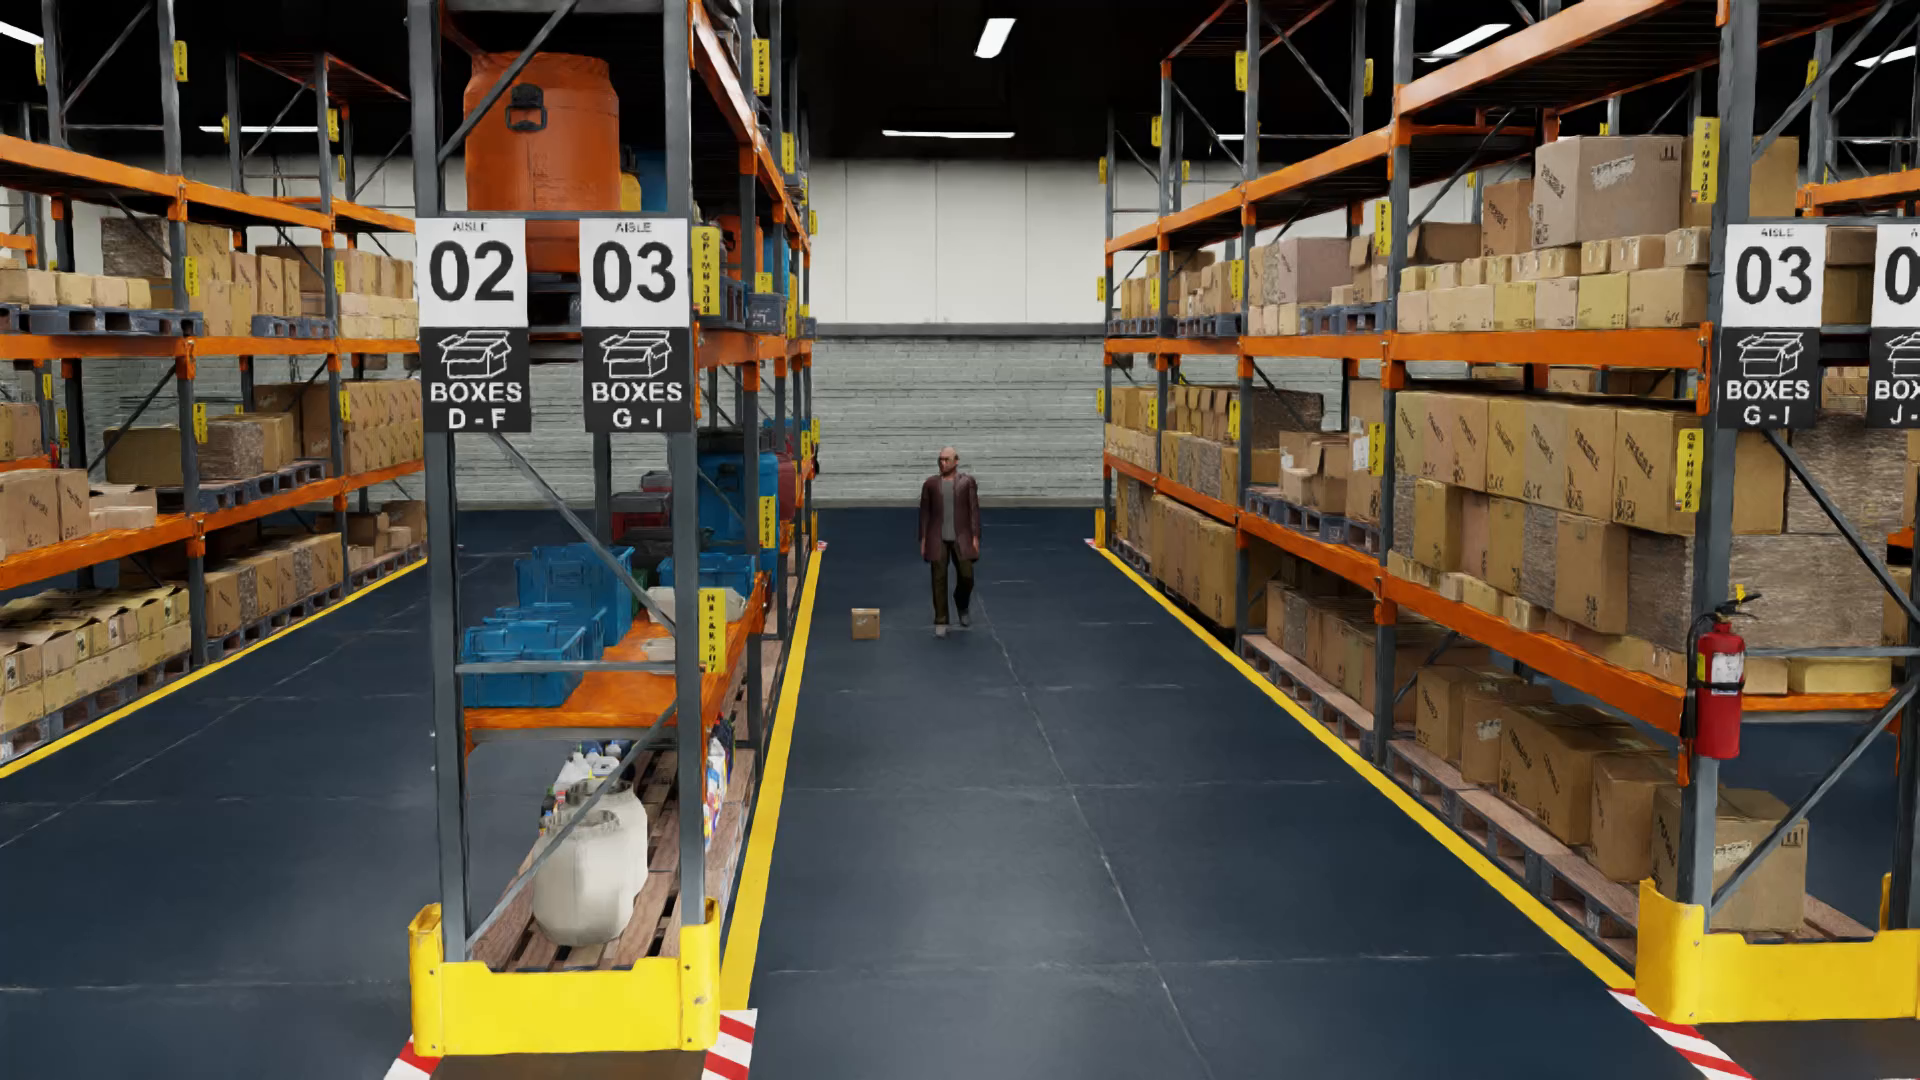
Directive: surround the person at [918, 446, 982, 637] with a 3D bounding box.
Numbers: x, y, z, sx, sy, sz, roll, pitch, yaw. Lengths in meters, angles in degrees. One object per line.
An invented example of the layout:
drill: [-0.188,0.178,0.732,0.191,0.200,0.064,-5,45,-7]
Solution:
person: [-0.103,0.005,15.766,0.617,1.772,0.725,1,7,5]
